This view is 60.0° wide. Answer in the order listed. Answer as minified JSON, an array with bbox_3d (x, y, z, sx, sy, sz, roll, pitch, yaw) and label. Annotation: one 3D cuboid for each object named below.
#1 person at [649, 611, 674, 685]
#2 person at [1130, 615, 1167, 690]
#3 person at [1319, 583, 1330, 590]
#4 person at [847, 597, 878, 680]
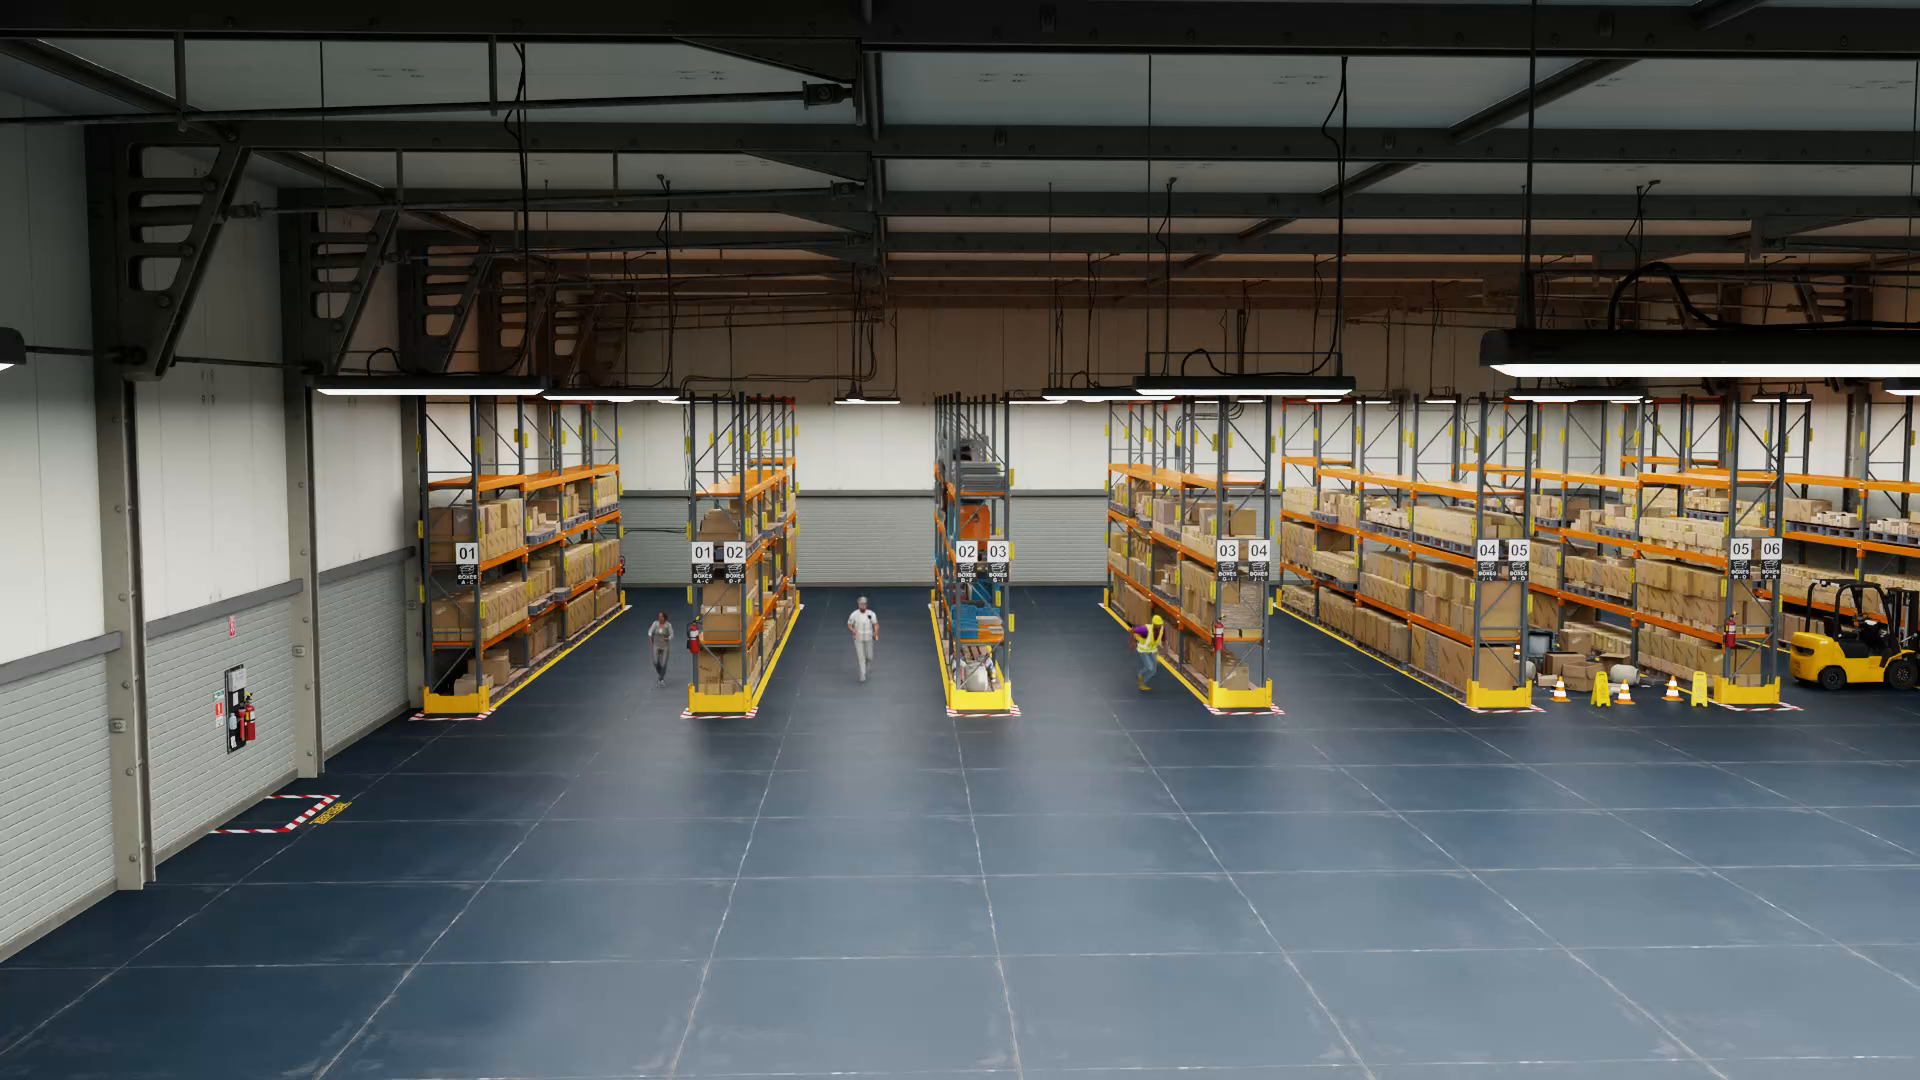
[{"bbox_3d":[-6.112,2.229,33.962,0.530,1.536,0.608,0,5,-3],"label":"person"},{"bbox_3d":[3.775,2.269,33.296,0.736,1.573,0.830,-2,5,-25],"label":"person"},{"bbox_3d":[10.660,0.985,48.549,0.557,1.727,0.709,4,6,40],"label":"person"},{"bbox_3d":[-2.040,2.065,35.002,0.665,1.741,0.603,-1,5,-9],"label":"person"}]
